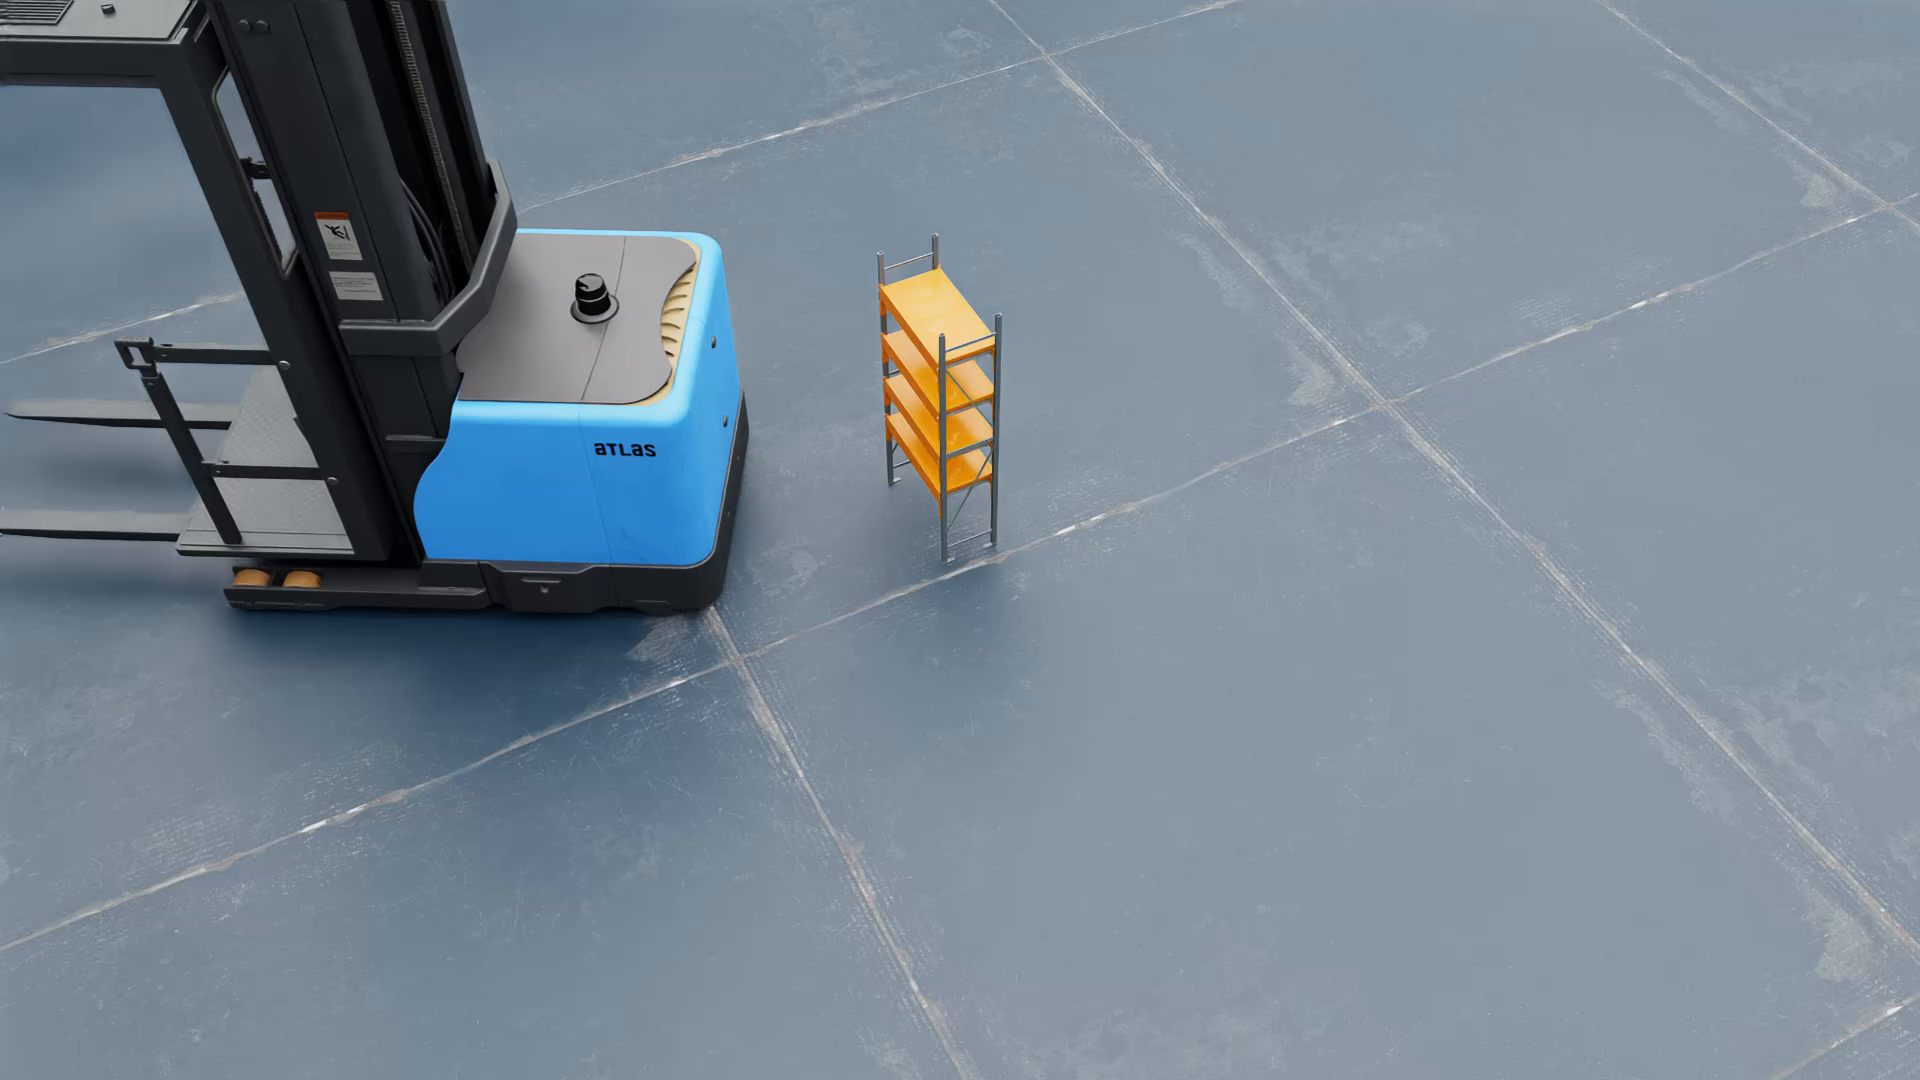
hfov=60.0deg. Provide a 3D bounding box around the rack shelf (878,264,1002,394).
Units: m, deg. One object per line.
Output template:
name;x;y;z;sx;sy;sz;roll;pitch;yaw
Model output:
rack shelf;-0.076;-0.764;5.992;0.258;0.148;0.480;-21;52;-18

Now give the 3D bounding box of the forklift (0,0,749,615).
forklift;-2.408;-1.089;5.648;3.031;2.935;1.130;2;49;1

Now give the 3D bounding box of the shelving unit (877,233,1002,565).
shelving unit;-0.076;-0.506;6.288;0.258;1.200;0.503;-21;52;-18

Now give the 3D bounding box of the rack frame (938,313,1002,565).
rack frame;0.036;-0.342;6.145;0.240;1.200;0.015;-21;52;-18

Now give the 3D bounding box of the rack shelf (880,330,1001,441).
rack shelf;-0.076;-0.609;6.170;0.258;0.148;0.480;-21;52;-18

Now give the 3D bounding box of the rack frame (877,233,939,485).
rack frame;-0.187;-0.669;6.431;0.240;1.200;0.015;-21;52;-18

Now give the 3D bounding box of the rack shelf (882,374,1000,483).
rack shelf;-0.076;-0.461;6.339;0.258;0.148;0.480;-21;52;-18

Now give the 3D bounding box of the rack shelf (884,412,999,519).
rack shelf;-0.076;-0.331;6.488;0.258;0.148;0.480;-21;52;-18
